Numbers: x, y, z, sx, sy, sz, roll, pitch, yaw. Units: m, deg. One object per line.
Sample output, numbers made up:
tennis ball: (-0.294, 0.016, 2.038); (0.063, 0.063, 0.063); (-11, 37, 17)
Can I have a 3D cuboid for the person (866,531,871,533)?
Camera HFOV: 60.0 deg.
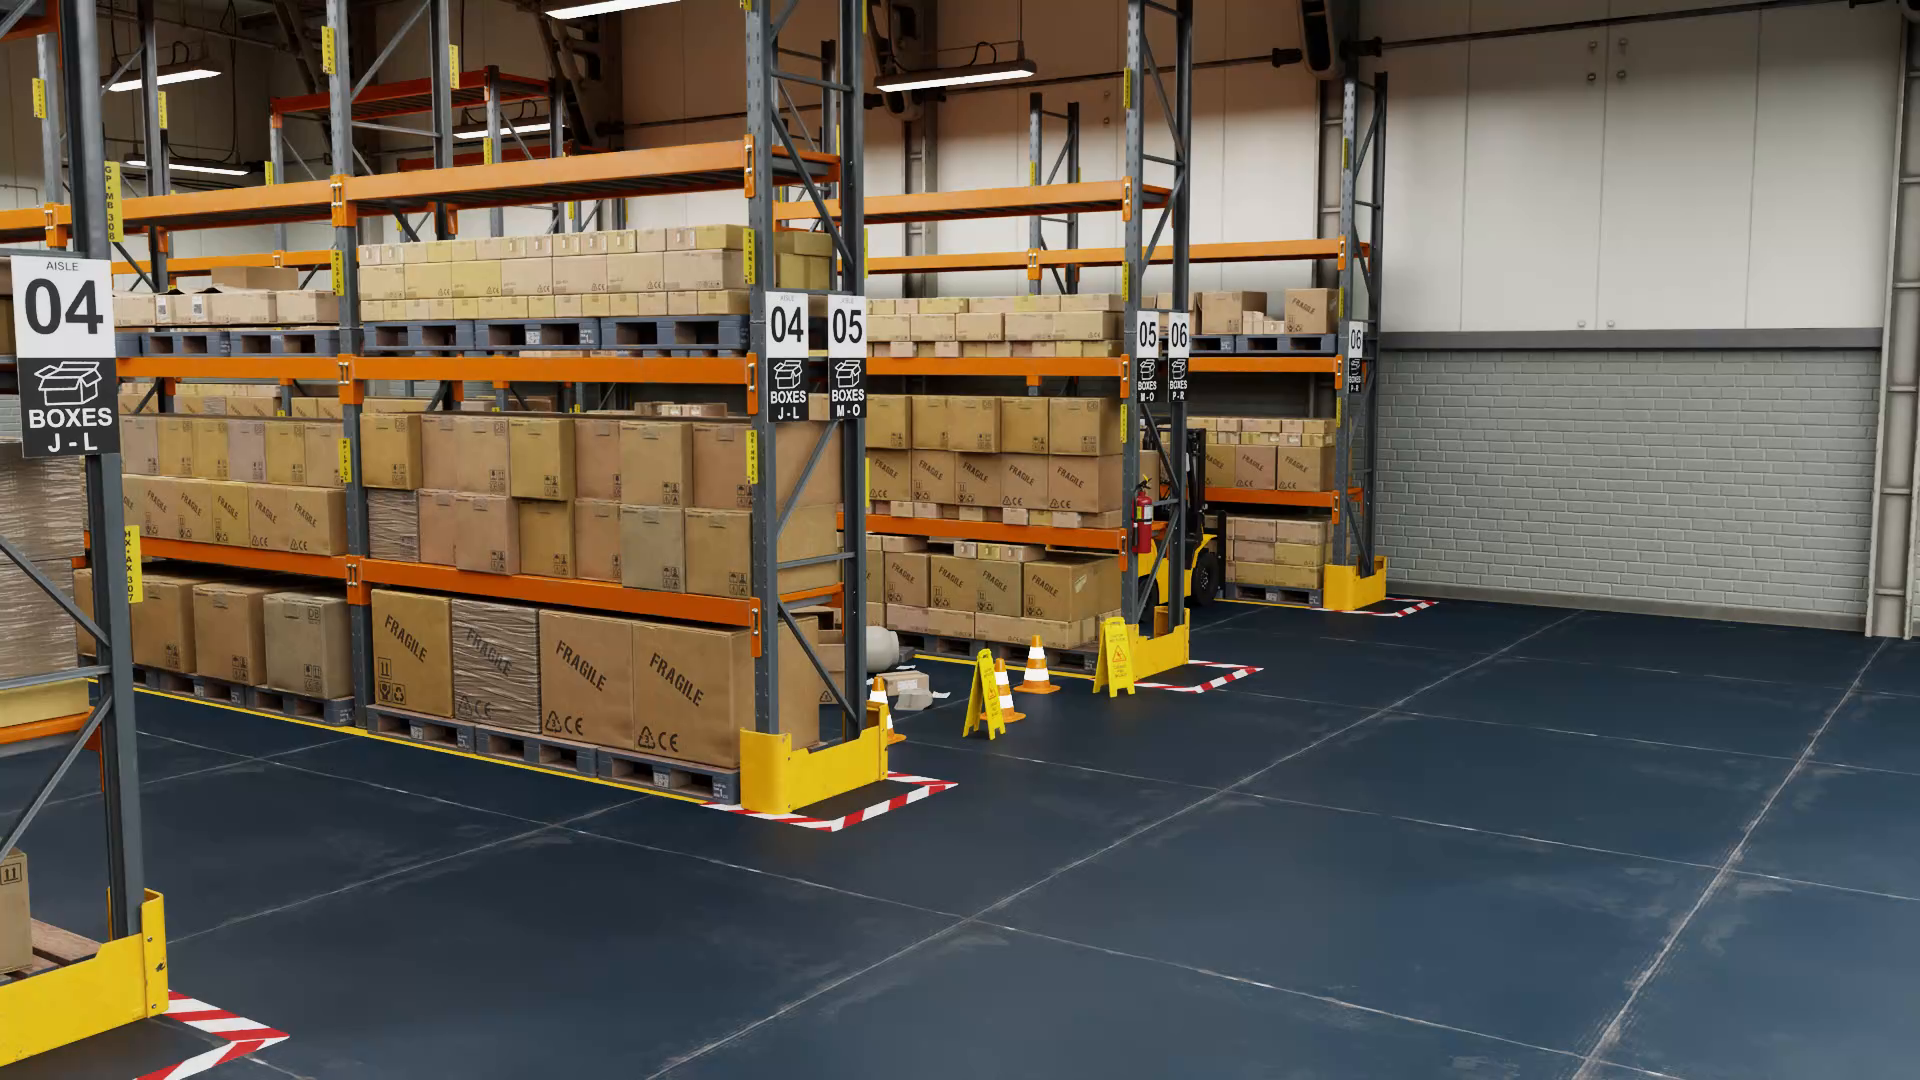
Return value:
person: (-1.226, 0.142, 19.167); (0.897, 0.869, 0.569); (4, 8, 33)
